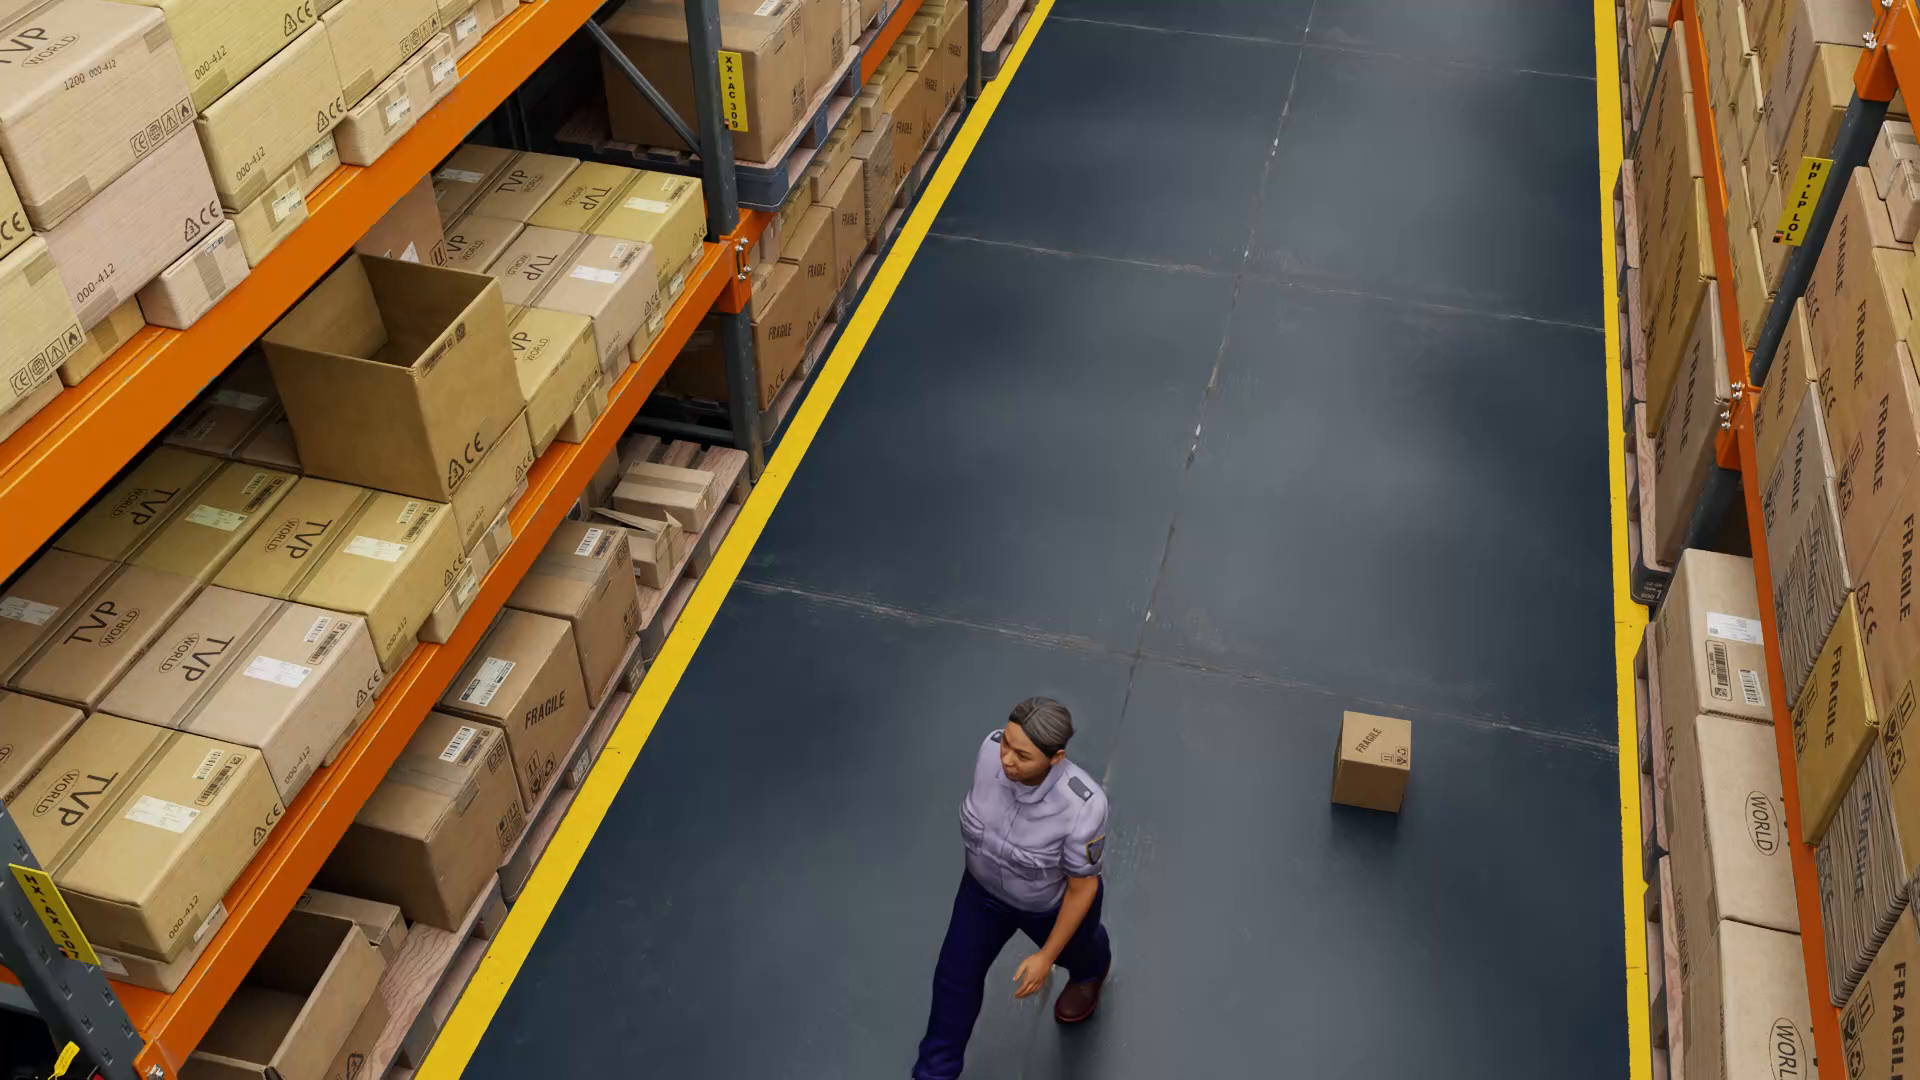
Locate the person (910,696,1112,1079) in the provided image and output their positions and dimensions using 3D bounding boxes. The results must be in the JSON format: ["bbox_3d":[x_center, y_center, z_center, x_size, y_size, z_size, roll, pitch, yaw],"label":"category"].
[{"bbox_3d":[0.167,1.083,4.913,0.495,1.595,0.972,26,48,27],"label":"person"}]
